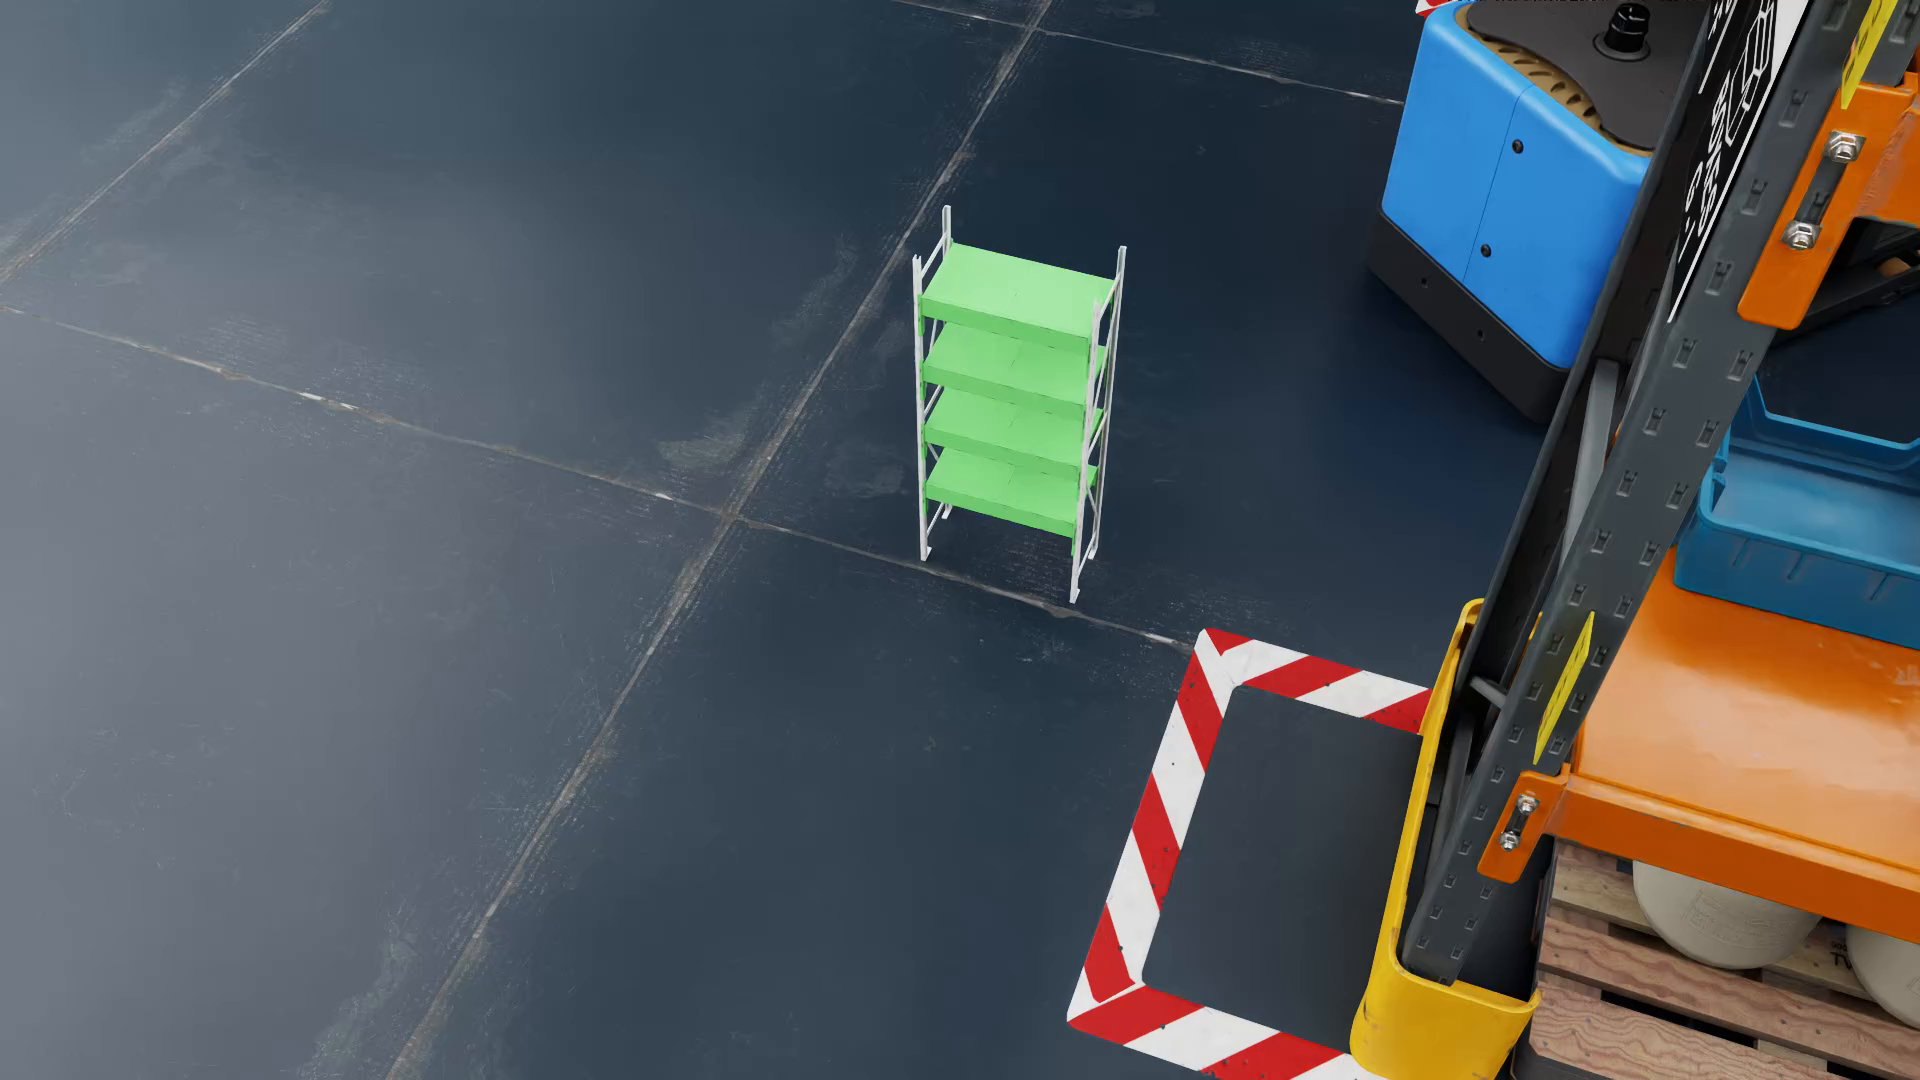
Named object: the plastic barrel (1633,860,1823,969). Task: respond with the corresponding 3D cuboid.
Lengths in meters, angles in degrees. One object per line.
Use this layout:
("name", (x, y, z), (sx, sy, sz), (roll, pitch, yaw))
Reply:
("plastic barrel", (1.875, 0.756, 3.979), (0.421, 0.512, 0.421), (0, 49, 0))

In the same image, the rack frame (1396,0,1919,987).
("rack frame", (1.231, -0.040, 3.300), (0.127, 3.000, 1.000), (16, 51, 13))

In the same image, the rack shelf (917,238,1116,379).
("rack shelf", (0.155, -0.622, 4.445), (0.480, 0.148, 0.258), (16, 51, 13))

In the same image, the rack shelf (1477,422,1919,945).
("rack shelf", (3.107, 0.719, 3.118), (4.000, 0.370, 1.077), (16, 51, 13))

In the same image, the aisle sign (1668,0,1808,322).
("aisle sign", (1.062, -0.703, 2.154), (0.004, 0.787, 0.394), (16, 51, 13))

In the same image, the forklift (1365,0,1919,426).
("forklift", (3.017, -2.139, 5.165), (3.031, 2.935, 1.130), (-22, 52, -18))

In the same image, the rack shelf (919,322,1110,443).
("rack shelf", (0.155, -0.465, 4.626), (0.480, 0.148, 0.258), (16, 51, 13))

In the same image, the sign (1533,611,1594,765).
("sign", (1.036, 0.258, 2.858), (0.005, 0.325, 0.100), (16, 51, 13))

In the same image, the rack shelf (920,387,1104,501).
("rack shelf", (0.155, -0.308, 4.807), (0.480, 0.148, 0.258), (16, 51, 13))

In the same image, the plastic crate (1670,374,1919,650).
("plastic crate", (1.804, -0.072, 3.426), (0.616, 0.251, 0.499), (16, 51, 13))

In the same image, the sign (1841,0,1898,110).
("sign", (1.036, -0.636, 1.826), (0.005, 0.325, 0.100), (16, 51, 13))

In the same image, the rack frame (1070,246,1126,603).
("rack frame", (0.384, -0.286, 4.704), (0.015, 1.200, 0.240), (16, 51, 13))

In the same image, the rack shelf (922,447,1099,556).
("rack shelf", (0.155, -0.151, 4.989), (0.480, 0.148, 0.258), (16, 51, 13))

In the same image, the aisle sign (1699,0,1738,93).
("aisle sign", (1.266, -1.121, 2.516), (0.004, 0.787, 0.394), (16, 51, 13))

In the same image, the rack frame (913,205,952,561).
("rack frame", (-0.074, -0.414, 4.814), (0.015, 1.200, 0.240), (16, 51, 13))

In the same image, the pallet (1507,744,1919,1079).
("pallet", (2.079, 1.076, 4.177), (1.213, 0.211, 1.003), (16, 51, 13))

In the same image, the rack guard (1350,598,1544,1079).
("rack guard", (1.318, 0.765, 4.256), (0.348, 0.500, 1.175), (16, 51, 13))

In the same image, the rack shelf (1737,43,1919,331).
("rack shelf", (3.107, -0.263, 1.984), (4.000, 0.370, 1.077), (16, 51, 13))

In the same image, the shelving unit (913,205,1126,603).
("shelving unit", (0.155, -0.350, 4.759), (0.503, 1.200, 0.258), (16, 51, 13))

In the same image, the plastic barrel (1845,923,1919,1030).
("plastic barrel", (2.345, 0.887, 3.865), (0.421, 0.512, 0.421), (0, 49, 0))
